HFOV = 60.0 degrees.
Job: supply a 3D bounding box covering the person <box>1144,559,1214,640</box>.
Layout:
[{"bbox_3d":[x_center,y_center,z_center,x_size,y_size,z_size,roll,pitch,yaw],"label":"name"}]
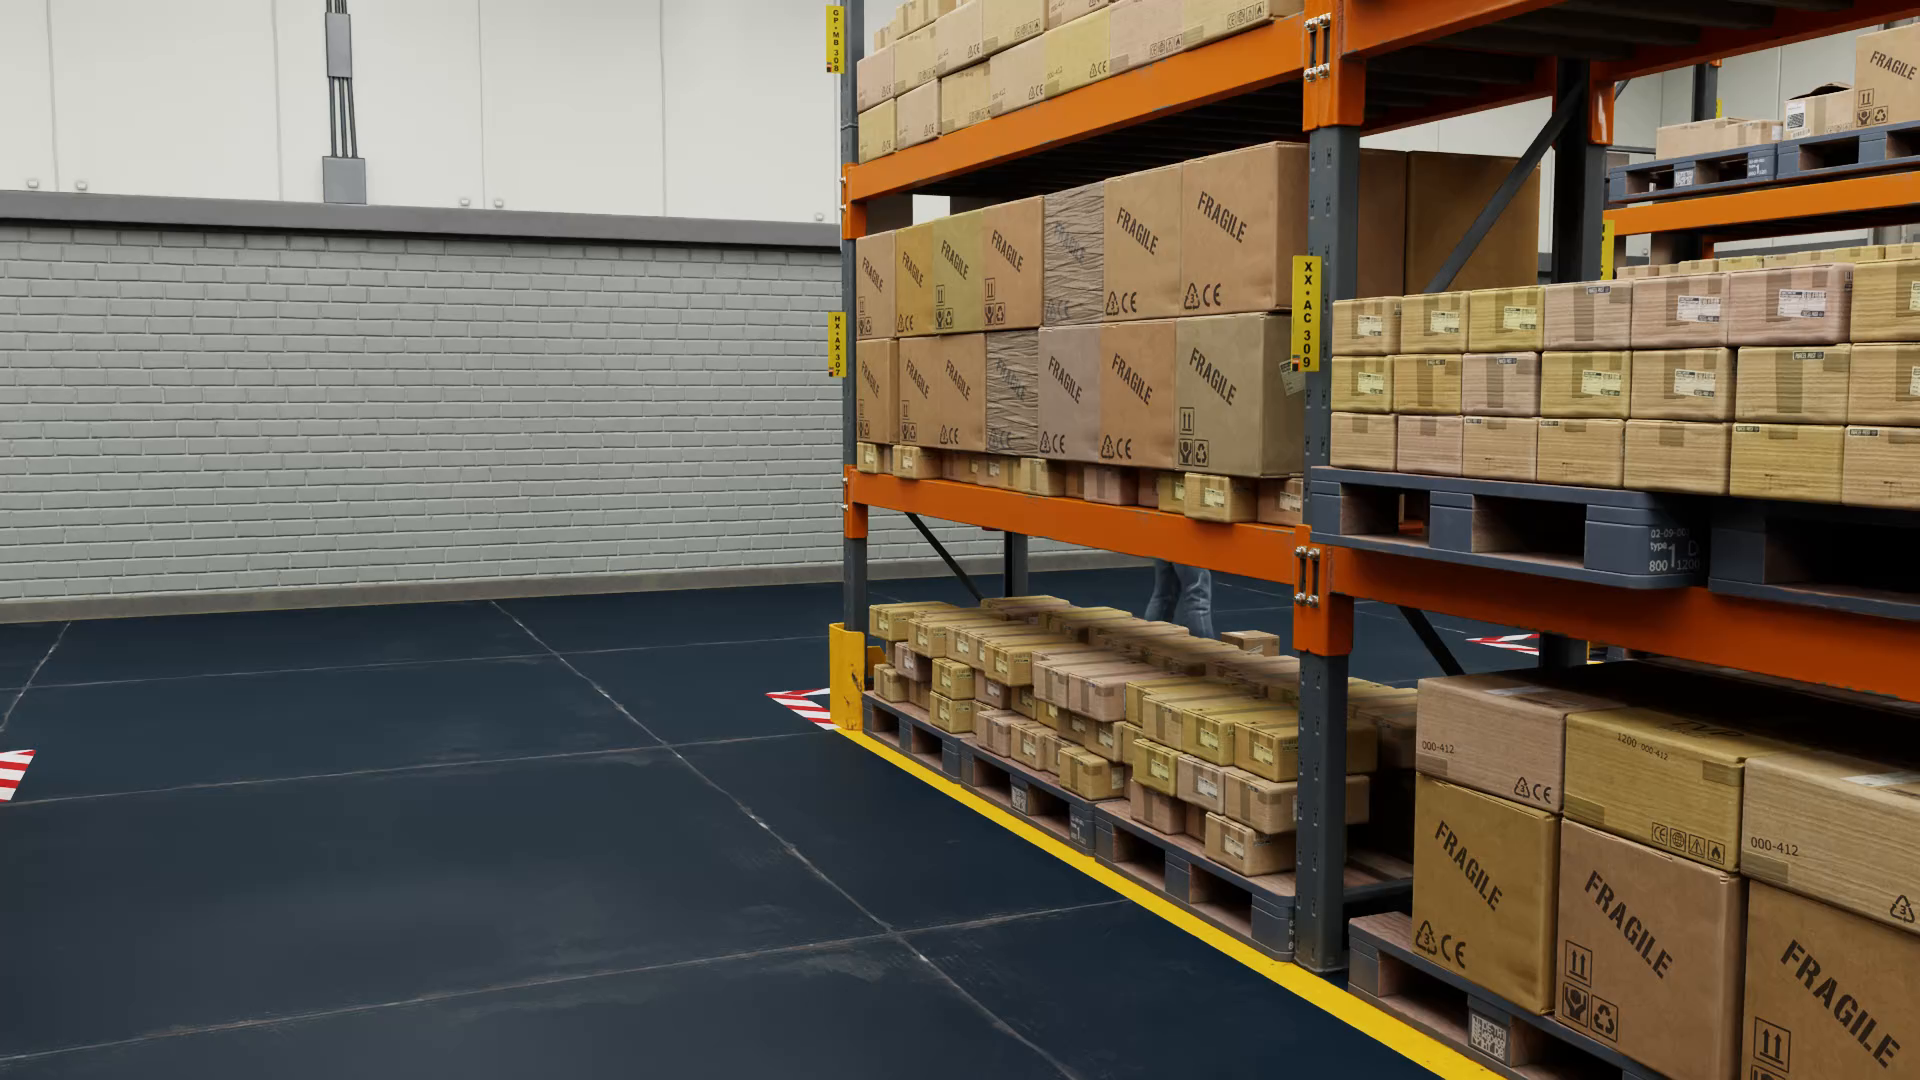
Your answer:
[{"bbox_3d":[1.366,-0.057,9.715,0.610,1.763,0.573,0,5,-4],"label":"person"}]
